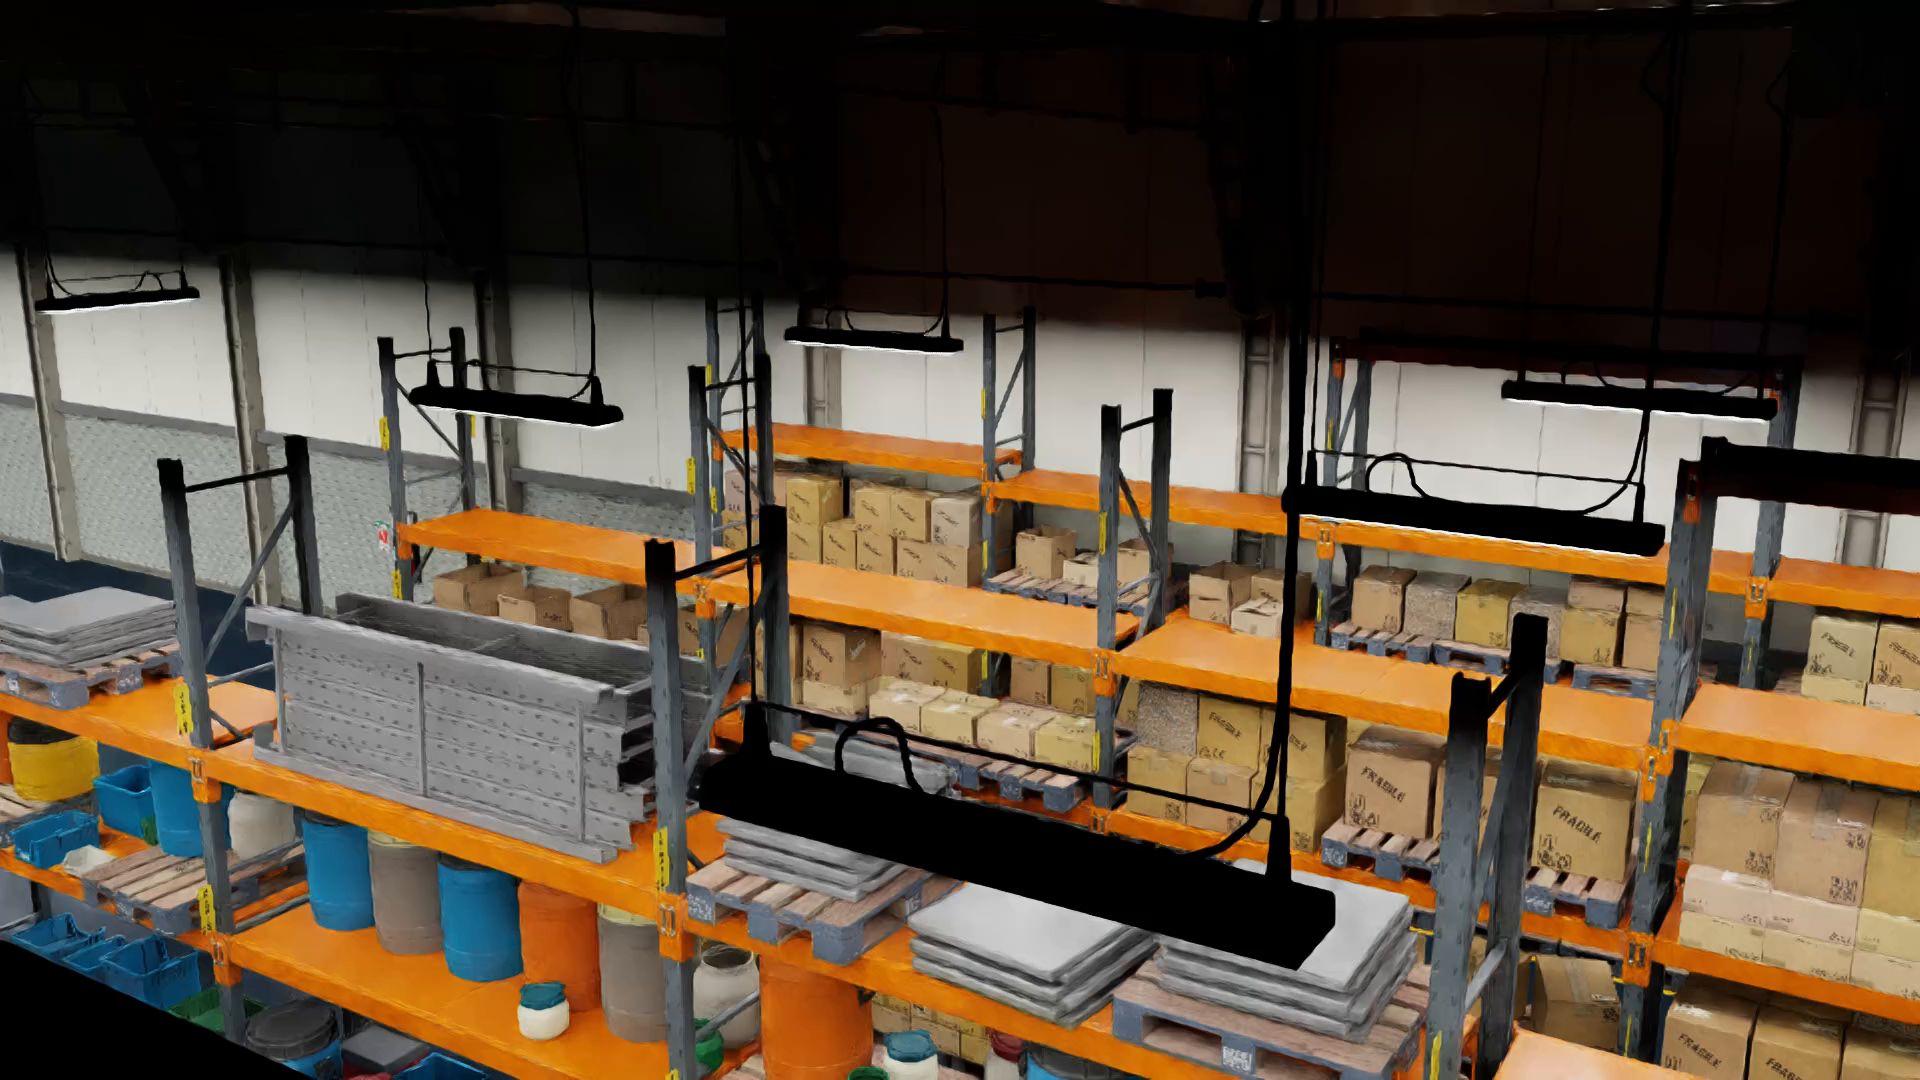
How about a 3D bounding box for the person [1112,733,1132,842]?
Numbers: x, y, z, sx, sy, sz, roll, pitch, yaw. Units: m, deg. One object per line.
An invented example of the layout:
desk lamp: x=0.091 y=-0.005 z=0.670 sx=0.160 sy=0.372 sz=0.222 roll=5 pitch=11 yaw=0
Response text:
person: x=1.650 y=2.898 z=17.870 sx=0.615 sy=1.727 sz=0.405 roll=2 pitch=14 yaw=8
